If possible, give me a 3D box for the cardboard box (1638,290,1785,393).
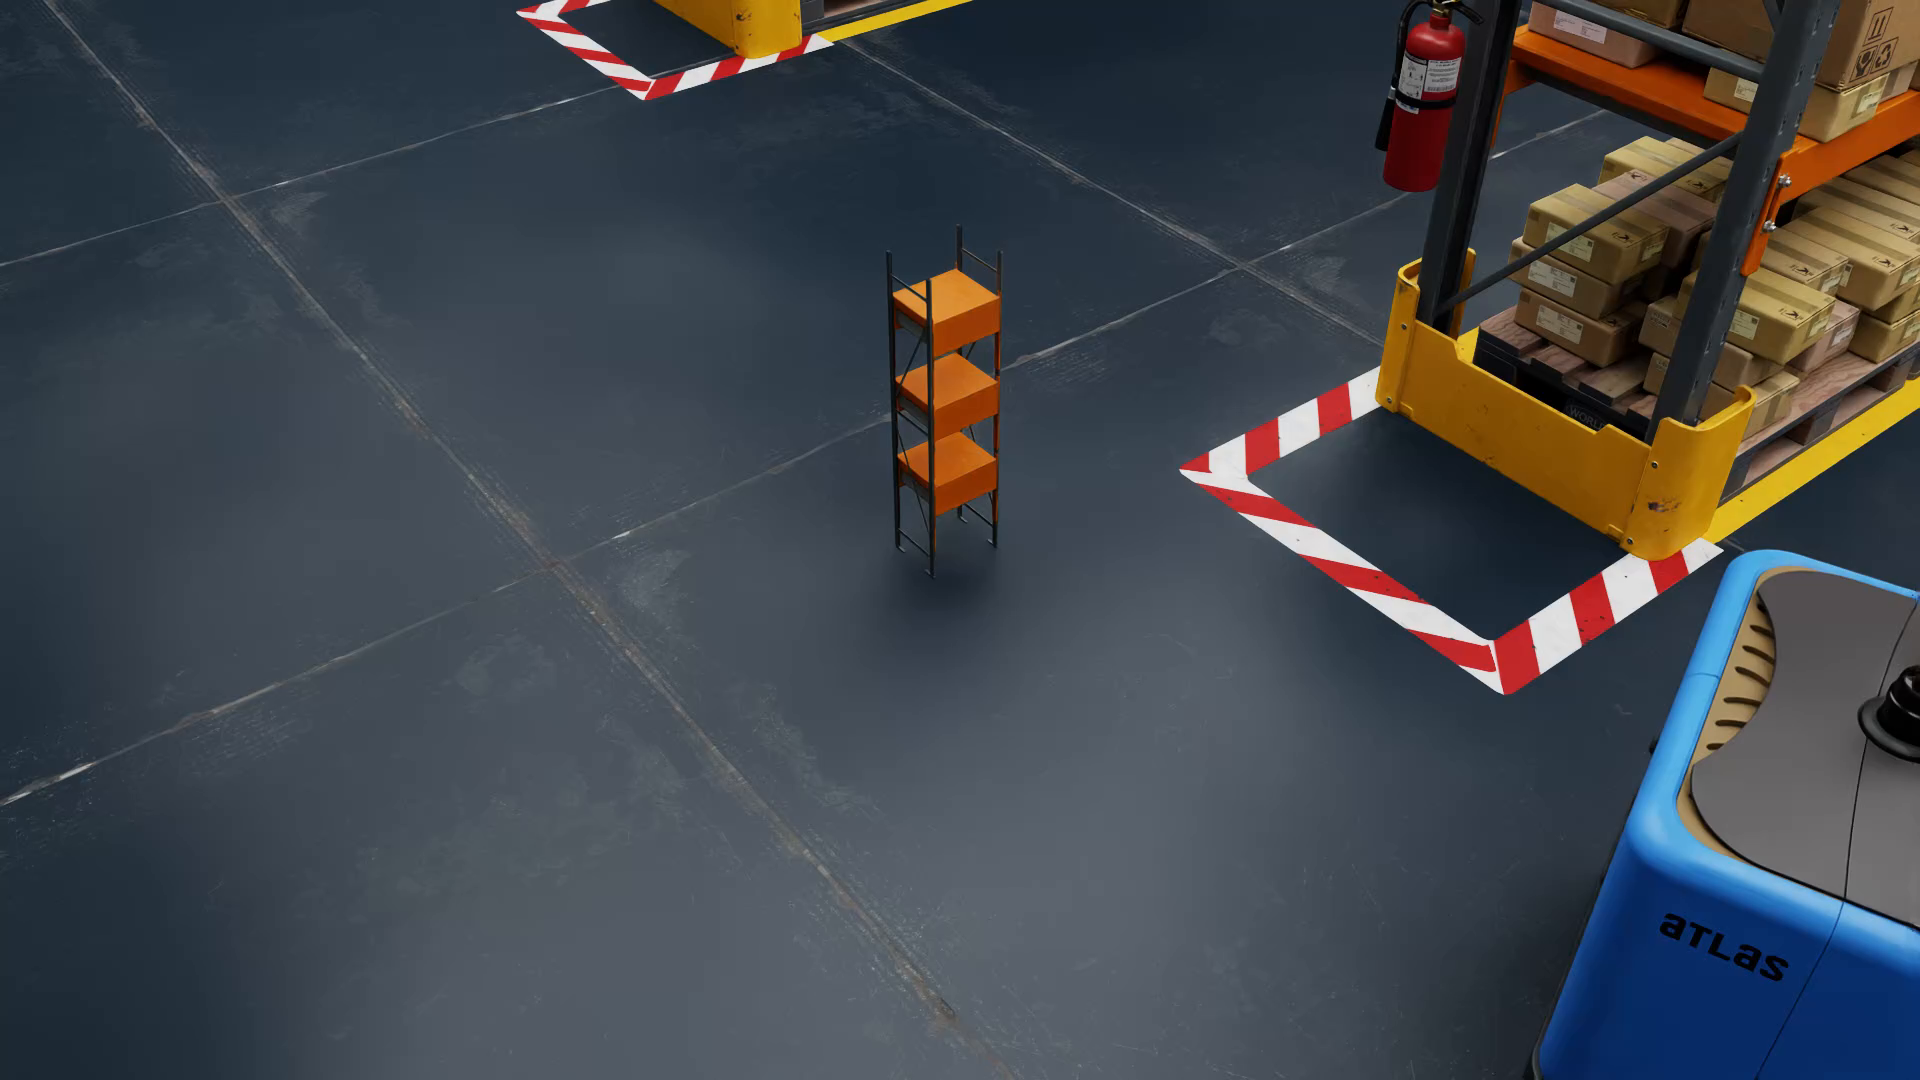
[{"bbox_3d":[2.439,-0.656,5.366,0.250,0.149,0.380,-24,45,-26],"label":"cardboard box"}]

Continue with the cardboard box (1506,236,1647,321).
[{"bbox_3d":[2.111,-0.930,5.701,0.250,0.149,0.380,-27,47,-29],"label":"cardboard box"}]

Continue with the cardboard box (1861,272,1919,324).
[{"bbox_3d":[3.100,-0.917,5.685,0.250,0.149,0.380,-25,45,-27],"label":"cardboard box"}]

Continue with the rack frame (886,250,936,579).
[{"bbox_3d":[-0.139,-0.338,4.834,0.008,1.050,0.200,-26,46,-28],"label":"rack frame"}]

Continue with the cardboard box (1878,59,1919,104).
[{"bbox_3d":[2.500,-1.390,4.777,0.250,0.149,0.380,-24,45,-27],"label":"cardboard box"}]

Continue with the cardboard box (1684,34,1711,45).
[{"bbox_3d":[2.173,-1.655,5.101,0.250,0.149,0.380,-26,46,-28],"label":"cardboard box"}]

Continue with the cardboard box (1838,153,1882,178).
[{"bbox_3d":[3.194,-1.508,6.170,0.250,0.149,0.380,-28,47,-29],"label":"cardboard box"}]

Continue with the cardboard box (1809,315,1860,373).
[{"bbox_3d":[2.828,-0.751,5.717,0.250,0.149,0.380,-25,46,-28],"label":"cardboard box"}]

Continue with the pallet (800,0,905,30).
[{"bbox_3d":[-0.643,-3.128,8.896,1.213,0.211,1.003,-26,46,-28],"label":"pallet"}]

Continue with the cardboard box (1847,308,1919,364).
[{"bbox_3d":[3.097,-0.794,5.770,0.250,0.149,0.380,-25,46,-28],"label":"cardboard box"}]

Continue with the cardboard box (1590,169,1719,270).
[{"bbox_3d":[2.366,-1.098,5.670,0.250,0.149,0.380,-25,46,-27],"label":"cardboard box"}]

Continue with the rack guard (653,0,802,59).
[{"bbox_3d":[-1.249,-2.882,8.369,0.348,0.500,1.175,-26,46,-28],"label":"rack guard"}]

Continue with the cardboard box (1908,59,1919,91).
[{"bbox_3d":[2.746,-1.467,4.871,0.250,0.149,0.380,-27,47,-29],"label":"cardboard box"}]

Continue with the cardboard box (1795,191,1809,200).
[{"bbox_3d":[2.925,-1.338,6.198,0.250,0.149,0.380,-25,46,-27],"label":"cardboard box"}]

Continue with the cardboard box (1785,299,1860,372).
[{"bbox_3d":[2.690,-0.733,5.461,0.250,0.149,0.380,-26,46,-28],"label":"cardboard box"}]

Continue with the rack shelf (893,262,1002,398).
[{"bbox_3d":[-0.042,-0.596,4.719,0.240,0.259,0.215,-26,46,-28],"label":"rack shelf"}]

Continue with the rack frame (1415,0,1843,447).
[{"bbox_3d":[1.867,-1.407,4.600,0.127,3.000,1.000,-26,46,-28],"label":"rack frame"}]

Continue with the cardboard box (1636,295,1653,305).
[{"bbox_3d":[2.299,-0.926,5.930,0.250,0.149,0.380,-25,45,-27],"label":"cardboard box"}]

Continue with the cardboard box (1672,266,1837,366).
[{"bbox_3d":[2.489,-0.729,5.221,0.250,0.149,0.380,-28,47,-30],"label":"cardboard box"}]

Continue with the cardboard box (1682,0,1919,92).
[{"bbox_3d":[2.391,-1.595,4.516,0.500,0.500,0.500,-24,45,-26],"label":"cardboard box"}]

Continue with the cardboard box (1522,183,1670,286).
[{"bbox_3d":[2.132,-1.029,5.587,0.250,0.149,0.380,-25,46,-28],"label":"cardboard box"}]

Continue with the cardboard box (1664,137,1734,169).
[{"bbox_3d":[2.738,-1.330,5.954,0.250,0.149,0.380,-28,47,-30],"label":"cardboard box"}]

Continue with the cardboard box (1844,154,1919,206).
[{"bbox_3d":[3.284,-1.169,5.757,0.250,0.149,0.380,-24,45,-27],"label":"cardboard box"}]

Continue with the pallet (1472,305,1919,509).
[{"bbox_3d":[2.593,-0.655,5.882,1.213,0.211,1.003,-26,46,-28],"label":"pallet"}]

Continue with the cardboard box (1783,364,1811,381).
[{"bbox_3d":[2.635,-0.651,5.595,0.250,0.149,0.380,-26,46,-28],"label":"cardboard box"}]

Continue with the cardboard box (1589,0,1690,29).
[{"bbox_3d":[2.066,-1.864,4.844,0.500,0.500,0.500,-25,46,-27],"label":"cardboard box"}]

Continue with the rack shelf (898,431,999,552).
[{"bbox_3d":[-0.042,-0.162,5.075,0.240,0.259,0.215,-26,46,-28],"label":"rack shelf"}]

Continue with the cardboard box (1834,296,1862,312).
[{"bbox_3d":[2.830,-0.872,5.630,0.250,0.149,0.380,-25,46,-28],"label":"cardboard box"}]

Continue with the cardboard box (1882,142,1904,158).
[{"bbox_3d":[3.552,-1.631,6.555,0.250,0.149,0.380,-26,46,-28],"label":"cardboard box"}]

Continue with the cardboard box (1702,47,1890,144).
[{"bbox_3d":[2.323,-1.270,4.632,0.250,0.149,0.380,-26,46,-28],"label":"cardboard box"}]

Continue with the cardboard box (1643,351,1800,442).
[{"bbox_3d":[2.477,-0.509,5.422,0.250,0.149,0.380,-25,46,-27],"label":"cardboard box"}]

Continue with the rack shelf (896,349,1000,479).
[{"bbox_3d":[-0.042,-0.377,4.899,0.240,0.259,0.215,-26,46,-28],"label":"rack shelf"}]

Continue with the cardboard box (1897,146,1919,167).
[{"bbox_3d":[3.521,-1.248,5.853,0.250,0.149,0.380,-25,46,-27],"label":"cardboard box"}]

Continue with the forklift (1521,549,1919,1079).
[{"bbox_3d":[2.706,0.442,2.400,3.031,2.935,1.130,21,44,24],"label":"forklift"}]

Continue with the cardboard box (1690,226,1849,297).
[{"bbox_3d":[2.635,-0.896,5.425,0.250,0.149,0.380,-25,46,-27],"label":"cardboard box"}]

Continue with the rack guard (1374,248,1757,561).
[{"bbox_3d":[1.927,-0.470,5.429,0.348,0.500,1.175,-26,46,-28],"label":"rack guard"}]

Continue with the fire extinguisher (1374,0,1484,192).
[{"bbox_3d":[1.386,-1.368,4.907,0.183,0.674,0.296,-26,46,-28],"label":"fire extinguisher"}]

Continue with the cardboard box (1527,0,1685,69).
[{"bbox_3d":[1.953,-1.578,5.007,0.250,0.149,0.380,-26,46,-28],"label":"cardboard box"}]

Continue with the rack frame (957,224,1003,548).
[{"bbox_3d":[0.054,-0.432,4.949,0.008,1.050,0.200,-26,46,-28],"label":"rack frame"}]

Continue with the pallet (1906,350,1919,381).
[{"bbox_3d":[3.559,-1.123,6.453,1.213,0.211,1.003,-26,46,-28],"label":"pallet"}]

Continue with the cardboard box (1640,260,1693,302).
[{"bbox_3d":[2.352,-1.004,5.791,0.250,0.149,0.380,-27,47,-29],"label":"cardboard box"}]

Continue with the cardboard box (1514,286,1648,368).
[{"bbox_3d":[2.157,-0.776,5.747,0.250,0.149,0.380,-25,46,-27],"label":"cardboard box"}]

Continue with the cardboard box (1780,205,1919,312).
[{"bbox_3d":[2.912,-0.929,5.465,0.250,0.149,0.380,-26,46,-28],"label":"cardboard box"}]

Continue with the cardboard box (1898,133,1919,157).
[{"bbox_3d":[3.662,-1.393,6.030,0.250,0.149,0.380,-26,46,-28],"label":"cardboard box"}]

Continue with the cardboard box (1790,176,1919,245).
[{"bbox_3d":[3.059,-1.066,5.633,0.250,0.149,0.380,-28,47,-30],"label":"cardboard box"}]

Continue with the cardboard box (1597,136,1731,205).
[{"bbox_3d":[2.494,-1.262,5.870,0.250,0.149,0.380,-27,46,-29],"label":"cardboard box"}]

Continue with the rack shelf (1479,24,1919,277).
[{"bbox_3d":[3.453,-1.902,5.771,4.000,0.370,1.077,-26,46,-28],"label":"rack shelf"}]

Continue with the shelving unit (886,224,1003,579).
[{"bbox_3d":[-0.042,-0.385,4.892,0.252,1.050,0.215,-26,46,-28],"label":"shelving unit"}]

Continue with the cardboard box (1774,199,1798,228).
[{"bbox_3d":[2.798,-1.184,6.010,0.250,0.149,0.380,-27,46,-29],"label":"cardboard box"}]
